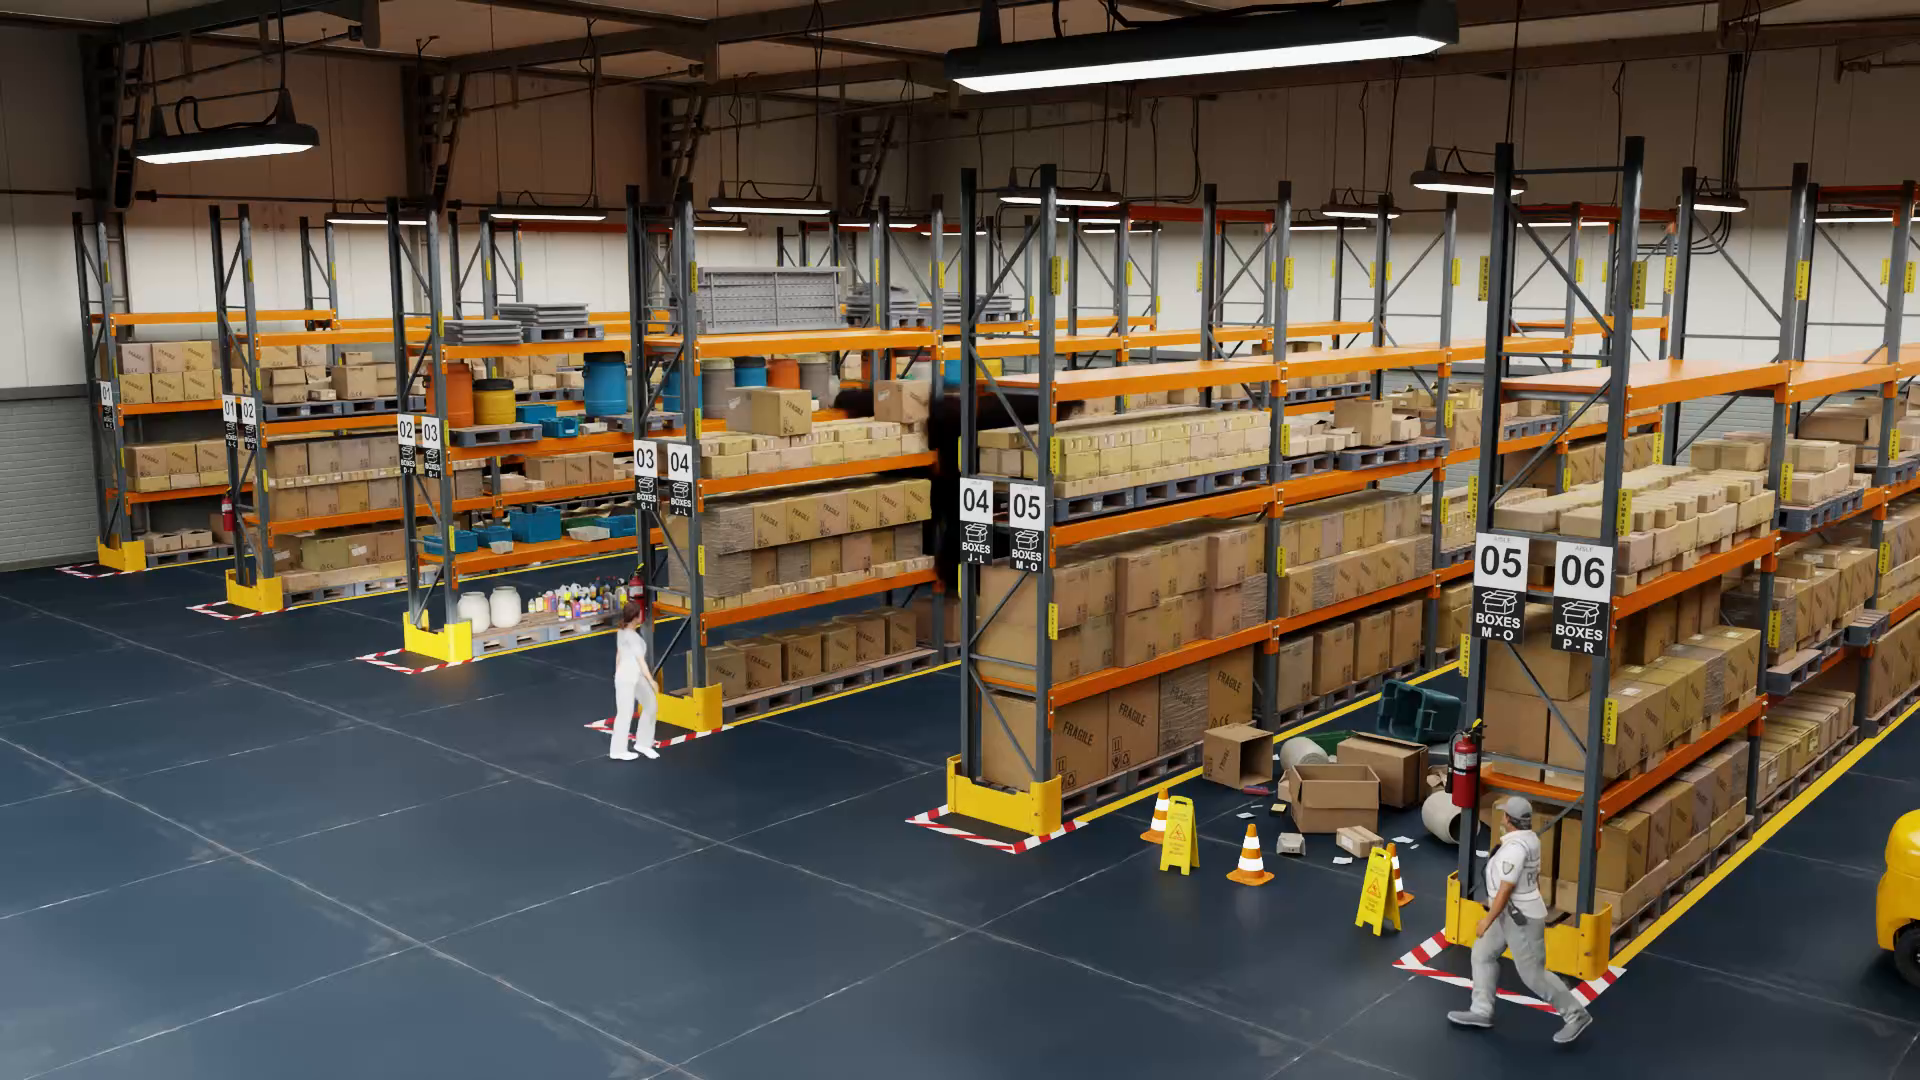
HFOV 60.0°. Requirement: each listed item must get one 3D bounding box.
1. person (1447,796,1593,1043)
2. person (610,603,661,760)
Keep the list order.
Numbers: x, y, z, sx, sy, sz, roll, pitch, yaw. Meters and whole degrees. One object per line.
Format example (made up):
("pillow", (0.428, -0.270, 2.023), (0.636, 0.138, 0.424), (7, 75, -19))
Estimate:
("person", (3.785, 2.534, 11.171), (0.906, 1.629, 0.476), (2, 10, 10))
("person", (-3.397, 1.479, 17.341), (0.560, 1.679, 0.412), (1, 10, 6))
